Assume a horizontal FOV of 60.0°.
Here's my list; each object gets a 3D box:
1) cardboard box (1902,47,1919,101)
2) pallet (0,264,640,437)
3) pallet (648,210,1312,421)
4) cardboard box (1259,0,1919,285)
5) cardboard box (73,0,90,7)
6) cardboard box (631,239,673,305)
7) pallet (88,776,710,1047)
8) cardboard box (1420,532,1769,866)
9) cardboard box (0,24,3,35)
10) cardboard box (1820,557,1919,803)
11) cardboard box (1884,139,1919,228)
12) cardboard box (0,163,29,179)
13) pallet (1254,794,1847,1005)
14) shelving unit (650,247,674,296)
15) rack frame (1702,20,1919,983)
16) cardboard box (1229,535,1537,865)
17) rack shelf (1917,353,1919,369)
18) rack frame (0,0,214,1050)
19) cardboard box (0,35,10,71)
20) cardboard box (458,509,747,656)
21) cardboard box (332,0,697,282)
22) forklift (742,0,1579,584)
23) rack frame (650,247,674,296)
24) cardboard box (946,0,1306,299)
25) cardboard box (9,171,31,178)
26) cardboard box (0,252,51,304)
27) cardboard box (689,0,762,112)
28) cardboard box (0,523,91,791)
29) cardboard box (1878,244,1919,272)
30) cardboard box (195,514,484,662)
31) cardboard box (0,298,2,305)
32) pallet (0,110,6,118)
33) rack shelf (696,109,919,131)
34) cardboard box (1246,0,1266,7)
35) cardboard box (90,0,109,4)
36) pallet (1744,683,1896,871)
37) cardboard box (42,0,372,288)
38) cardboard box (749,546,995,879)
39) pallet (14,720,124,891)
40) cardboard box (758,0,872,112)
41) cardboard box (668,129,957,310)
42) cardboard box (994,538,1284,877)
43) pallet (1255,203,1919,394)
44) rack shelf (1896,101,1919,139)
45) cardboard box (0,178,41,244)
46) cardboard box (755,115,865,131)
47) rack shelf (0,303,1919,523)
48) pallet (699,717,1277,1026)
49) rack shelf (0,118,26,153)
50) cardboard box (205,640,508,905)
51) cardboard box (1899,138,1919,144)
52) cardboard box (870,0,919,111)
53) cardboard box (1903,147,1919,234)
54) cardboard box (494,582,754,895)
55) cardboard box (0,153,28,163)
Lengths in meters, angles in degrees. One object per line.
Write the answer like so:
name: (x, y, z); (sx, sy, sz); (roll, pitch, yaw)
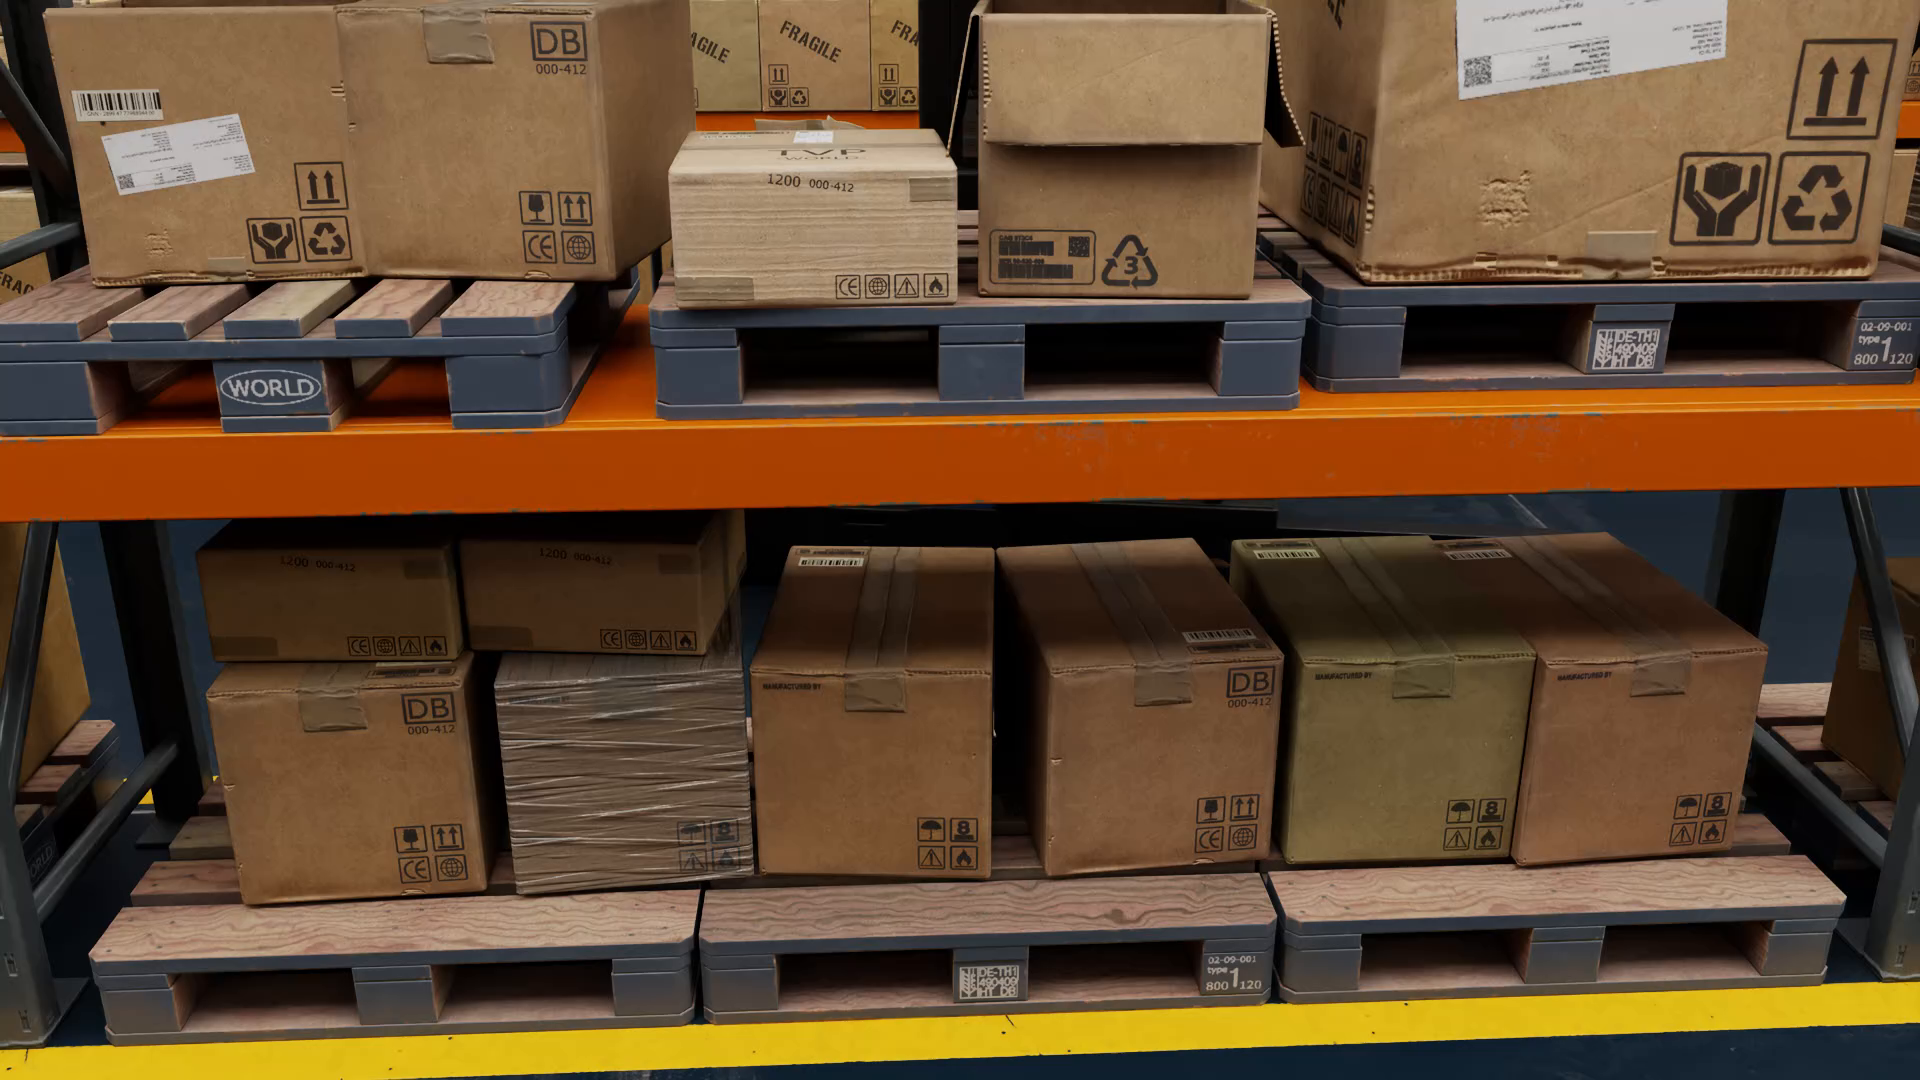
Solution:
cardboard box: (4.362, -2.527, 8.332); (0.550, 0.550, 0.875); (-1, 21, -3)
pallet: (-1.255, -0.503, 3.495); (1.003, 0.211, 1.213); (-1, 21, -3)
pallet: (0.013, -0.505, 3.501); (1.213, 0.211, 1.003); (-1, 21, -3)
cardboard box: (1.231, -1.131, 3.444); (1.000, 1.000, 1.000); (-1, 21, -3)
cardboard box: (-3.898, -2.323, 7.352); (0.250, 0.149, 0.380); (-1, 21, -2)
cardboard box: (-1.530, -1.429, 8.231); (0.750, 0.750, 1.050); (-1, 21, -4)
pallet: (-1.181, 0.748, 3.860); (1.213, 0.211, 1.003); (-1, 21, -3)
cardboard box: (1.418, 0.346, 3.891); (0.500, 0.500, 0.700); (-3, 21, -7)
cardboard box: (-4.156, -2.318, 7.337); (0.250, 0.149, 0.380); (-2, 21, -4)
cardboard box: (2.434, 0.357, 3.891); (0.500, 0.500, 0.500); (-2, 21, -5)
cardboard box: (4.292, -1.614, 8.540); (0.875, 0.875, 0.875); (-1, 21, -4)
cardboard box: (-4.893, -1.712, 8.270); (0.500, 0.250, 0.500); (0, 21, 0)
pallet: (1.255, 0.698, 3.990); (1.213, 0.211, 1.003); (-1, 21, -3)
shelving unit: (-1.402, -0.474, 5.259); (1.048, 1.500, 0.538); (-8, 22, -19)
rack frame: (2.033, -0.621, 3.537); (0.127, 3.000, 1.000); (-1, 21, -3)
cardboard box: (0.941, 0.349, 3.883); (0.500, 0.500, 0.700); (-1, 21, -3)
rack shelf: (4.029, -0.326, 3.771); (4.000, 0.370, 1.077); (-1, 21, -3)
rack frame: (-1.961, -0.540, 3.323); (0.127, 3.000, 1.000); (-1, 21, -3)
cardboard box: (-4.162, -2.179, 7.390); (0.250, 0.149, 0.380); (-2, 21, -6)
cardboard box: (-0.765, 0.034, 3.658); (0.500, 0.250, 0.500); (1, 21, 3)
cardboard box: (-0.872, -0.855, 3.420); (0.500, 0.500, 0.700); (2, 21, 5)
forklift: (0.623, -1.342, 5.526); (3.031, 2.935, 1.130); (3, 21, 7)
rack frame: (-0.926, -0.538, 5.426); (0.032, 1.500, 0.500); (-8, 22, -19)
cardboard box: (0.307, -0.798, 3.265); (0.637, 0.503, 0.797); (1, 21, 2)
cardboard box: (-4.367, -1.728, 8.312); (0.500, 0.250, 0.500); (-2, 21, -5)
cardboard box: (-4.333, -1.198, 7.975); (0.500, 0.500, 0.500); (-1, 21, -2)
cardboard box: (-1.172, -2.275, 7.741); (0.500, 0.500, 0.500); (-1, 21, -4)
cardboard box: (-2.651, 0.263, 3.609); (0.875, 0.875, 1.225); (-2, 21, -6)
cardboard box: (2.231, -0.613, 3.867); (0.250, 0.149, 0.380); (-1, 21, -3)
cardboard box: (-1.294, 0.048, 3.620); (0.500, 0.250, 0.500); (0, 21, -1)
cardboard box: (-2.462, -0.673, 3.533); (0.500, 0.500, 0.500); (-1, 21, -1)
pallet: (-4.117, -2.159, 7.847); (1.213, 0.211, 1.003); (-1, 21, -3)
rack shelf: (-0.146, -2.008, 8.191); (4.000, 0.370, 1.077); (-1, 21, -3)
cardboard box: (1.345, -2.326, 7.875); (0.500, 0.500, 0.500); (-1, 21, -3)
cardboard box: (-3.638, -2.329, 7.366); (0.250, 0.149, 0.380); (-1, 21, -3)
pallet: (2.701, 0.656, 4.102); (1.213, 0.211, 1.003); (-1, 21, -3)
cardboard box: (-1.424, -0.808, 3.297); (0.500, 0.500, 0.500); (-4, 21, -10)
cardboard box: (-0.174, 0.372, 3.822); (0.500, 0.500, 0.700); (1, 21, 1)
pallet: (-2.752, 0.753, 3.848); (1.213, 0.211, 1.003); (-1, 21, -3)
cardboard box: (-0.668, -2.285, 7.767); (0.500, 0.500, 0.500); (-1, 21, -3)
cardboard box: (-0.274, -0.618, 3.150); (0.500, 0.250, 0.500); (-2, 21, -5)
cardboard box: (0.383, 0.361, 3.852); (0.500, 0.500, 0.700); (-3, 21, -8)
pallet: (1.261, -0.568, 3.666); (1.213, 0.211, 1.003); (-1, 21, -3)
rack shelf: (3.847, -2.090, 8.405); (4.000, 0.370, 1.077); (-1, 21, -3)
cardboard box: (-4.343, -1.543, 7.826); (0.500, 0.250, 0.500); (0, 21, -1)
cardboard box: (-0.311, -0.803, 3.613); (0.258, 0.266, 0.396); (-2, 21, -5)
rack shelf: (0.036, -0.244, 3.558); (4.000, 0.370, 1.077); (-1, 21, -3)
pallet: (0.035, 0.724, 3.922); (1.213, 0.211, 1.003); (-1, 21, -3)
rack shelf: (-4.140, -1.927, 7.978); (4.000, 0.370, 1.077); (-1, 21, -3)
cardboard box: (-1.293, 0.402, 3.744); (0.500, 0.500, 0.700); (-2, 21, -6)
cardboard box: (5.171, -1.632, 8.589); (0.875, 0.875, 0.875); (-1, 21, -3)
cardboard box: (-0.171, -2.295, 7.792); (0.500, 0.500, 0.500); (-1, 21, -4)
cardboard box: (2.485, -0.794, 3.432); (0.500, 0.500, 0.875); (-1, 21, -3)
cardboard box: (-0.740, 0.386, 3.786); (0.500, 0.500, 0.700); (-3, 21, -8)
cardboard box: (-7.153, -3.003, 12.804); (0.875, 0.438, 0.875); (-1, 21, -4)
